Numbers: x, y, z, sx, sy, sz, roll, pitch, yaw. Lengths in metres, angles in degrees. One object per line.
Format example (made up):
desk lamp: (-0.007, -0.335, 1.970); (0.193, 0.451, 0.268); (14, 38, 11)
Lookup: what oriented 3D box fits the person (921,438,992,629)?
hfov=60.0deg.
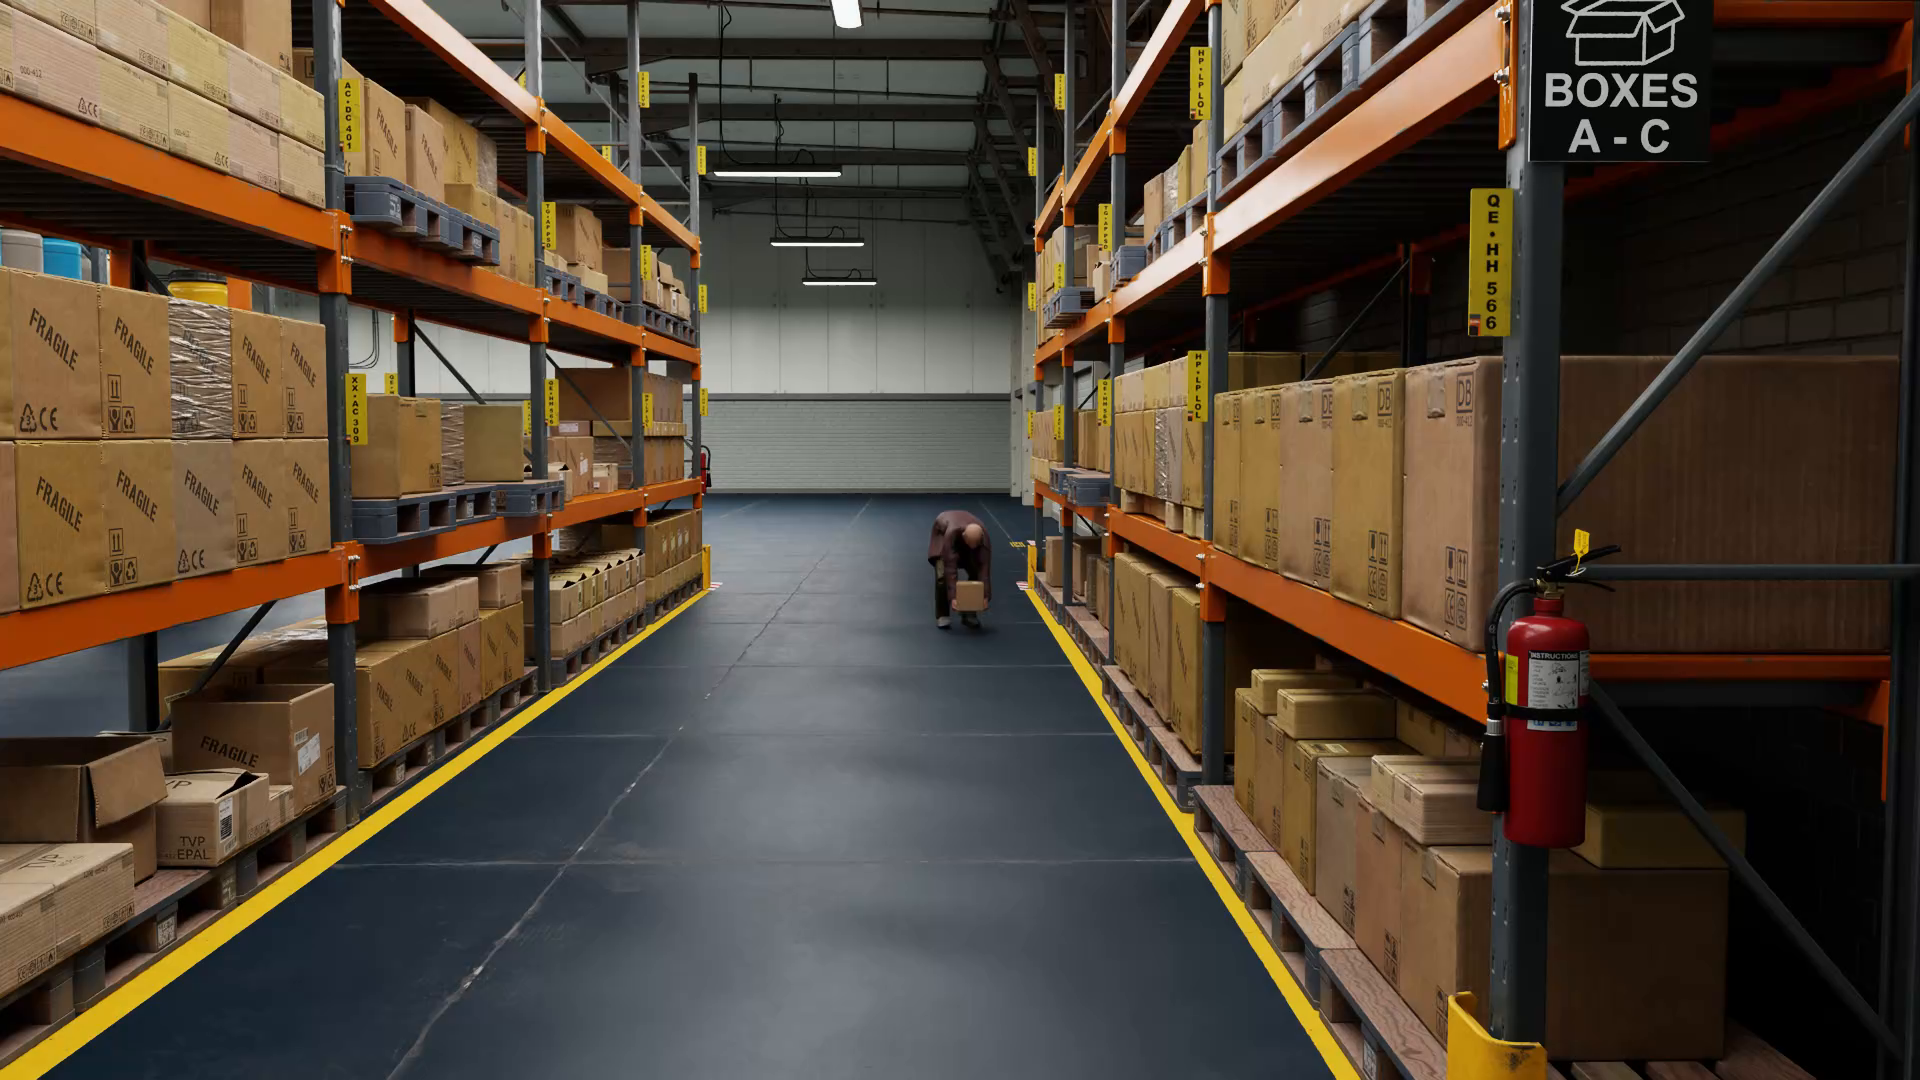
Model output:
person: (-0.020, -0.072, 15.696); (0.684, 1.775, 0.581); (-1, 4, -13)
